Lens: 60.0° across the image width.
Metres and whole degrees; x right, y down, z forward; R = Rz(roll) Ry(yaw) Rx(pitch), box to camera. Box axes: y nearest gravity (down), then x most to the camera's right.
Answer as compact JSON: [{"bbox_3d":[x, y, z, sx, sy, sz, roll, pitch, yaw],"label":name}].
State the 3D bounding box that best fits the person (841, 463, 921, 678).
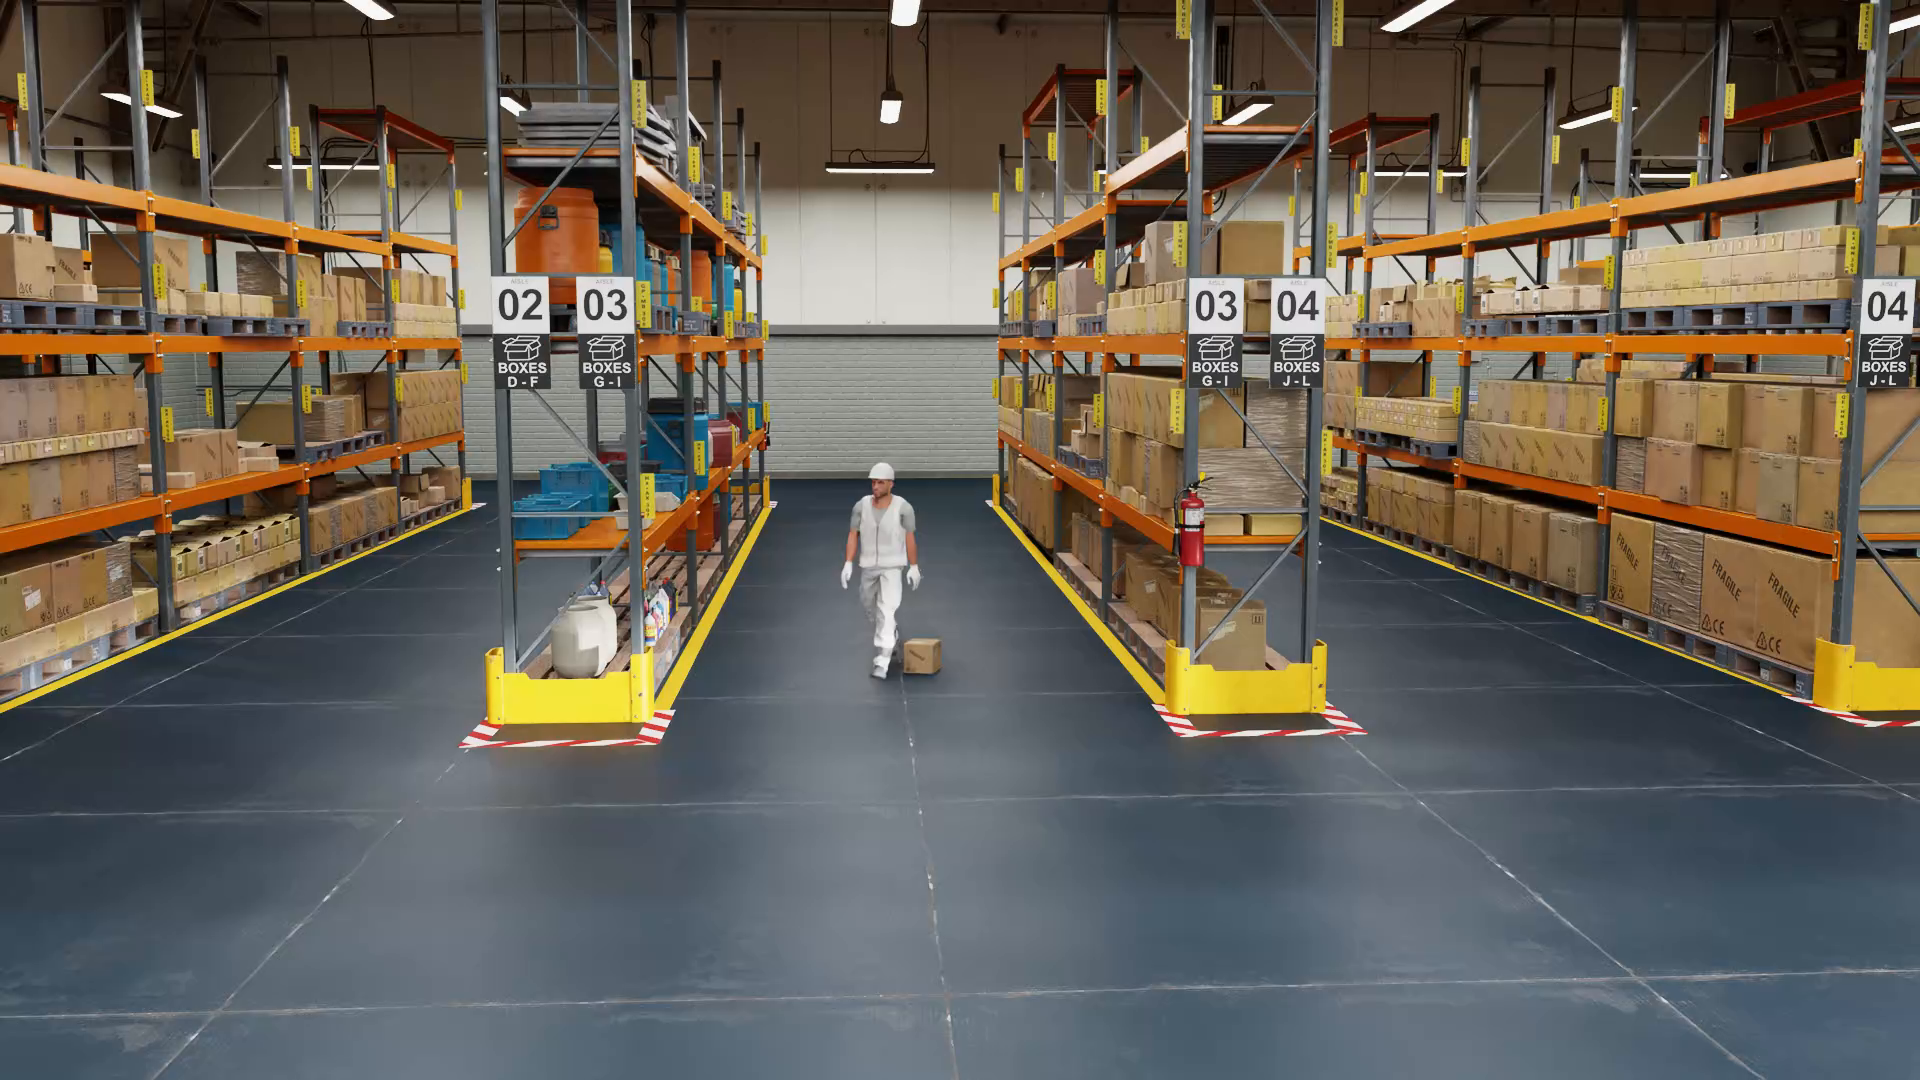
[{"bbox_3d":[-0.657,0.230,13.745,0.614,1.748,1.028,2,7,16],"label":"person"}]
